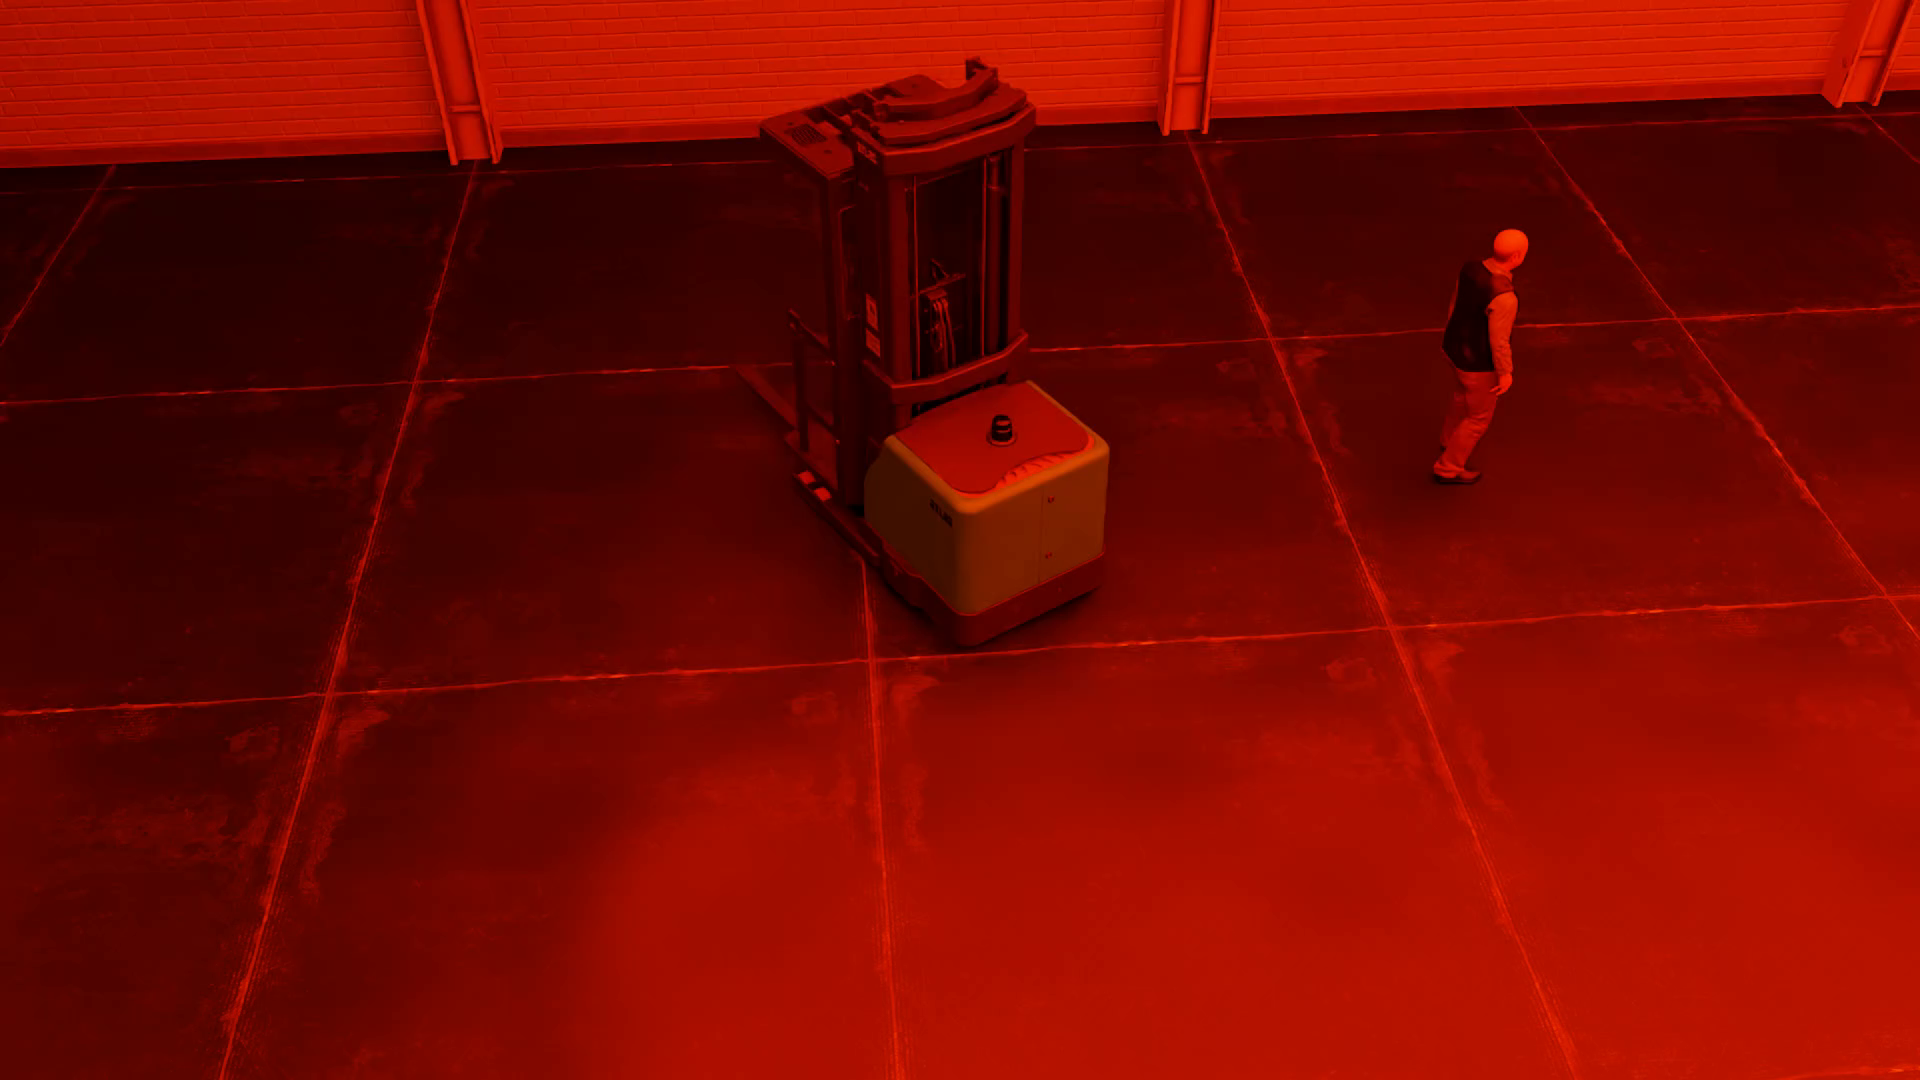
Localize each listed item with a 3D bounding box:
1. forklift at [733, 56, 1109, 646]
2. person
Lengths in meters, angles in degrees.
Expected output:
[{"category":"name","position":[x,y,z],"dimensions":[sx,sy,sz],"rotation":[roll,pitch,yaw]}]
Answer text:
[{"category":"forklift","position":[-0.403,-1.436,9.617],"dimensions":[1.130,2.935,3.031],"rotation":[-24,46,-25]},{"category":"person","position":[3.212,-1.123,10.208],"dimensions":[0.485,1.739,0.605],"rotation":[-7,41,-9]}]
